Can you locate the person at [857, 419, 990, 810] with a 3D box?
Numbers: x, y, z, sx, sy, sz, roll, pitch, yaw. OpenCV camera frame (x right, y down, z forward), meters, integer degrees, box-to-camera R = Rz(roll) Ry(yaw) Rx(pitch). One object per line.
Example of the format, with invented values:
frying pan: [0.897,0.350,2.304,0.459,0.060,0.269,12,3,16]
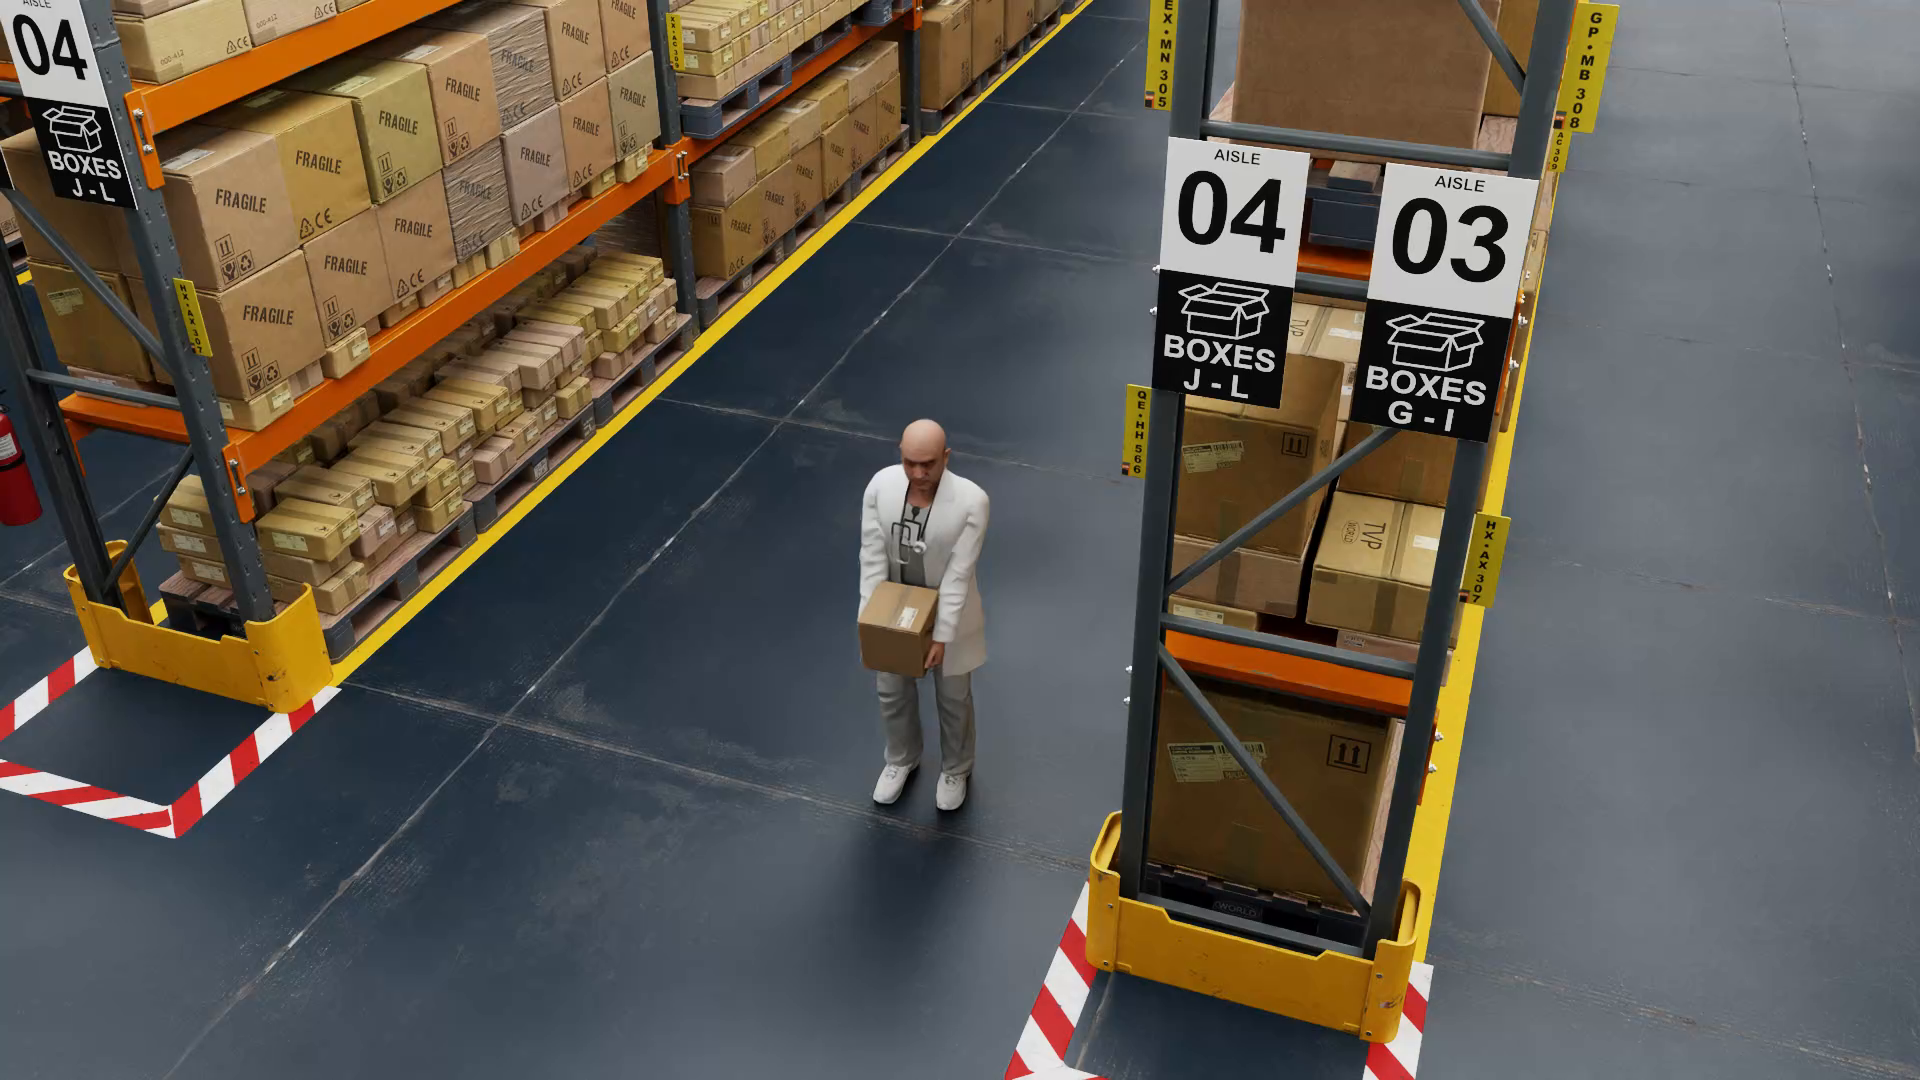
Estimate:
person: [-0.164,0.330,6.649,0.525,1.777,0.575,10,34,15]
